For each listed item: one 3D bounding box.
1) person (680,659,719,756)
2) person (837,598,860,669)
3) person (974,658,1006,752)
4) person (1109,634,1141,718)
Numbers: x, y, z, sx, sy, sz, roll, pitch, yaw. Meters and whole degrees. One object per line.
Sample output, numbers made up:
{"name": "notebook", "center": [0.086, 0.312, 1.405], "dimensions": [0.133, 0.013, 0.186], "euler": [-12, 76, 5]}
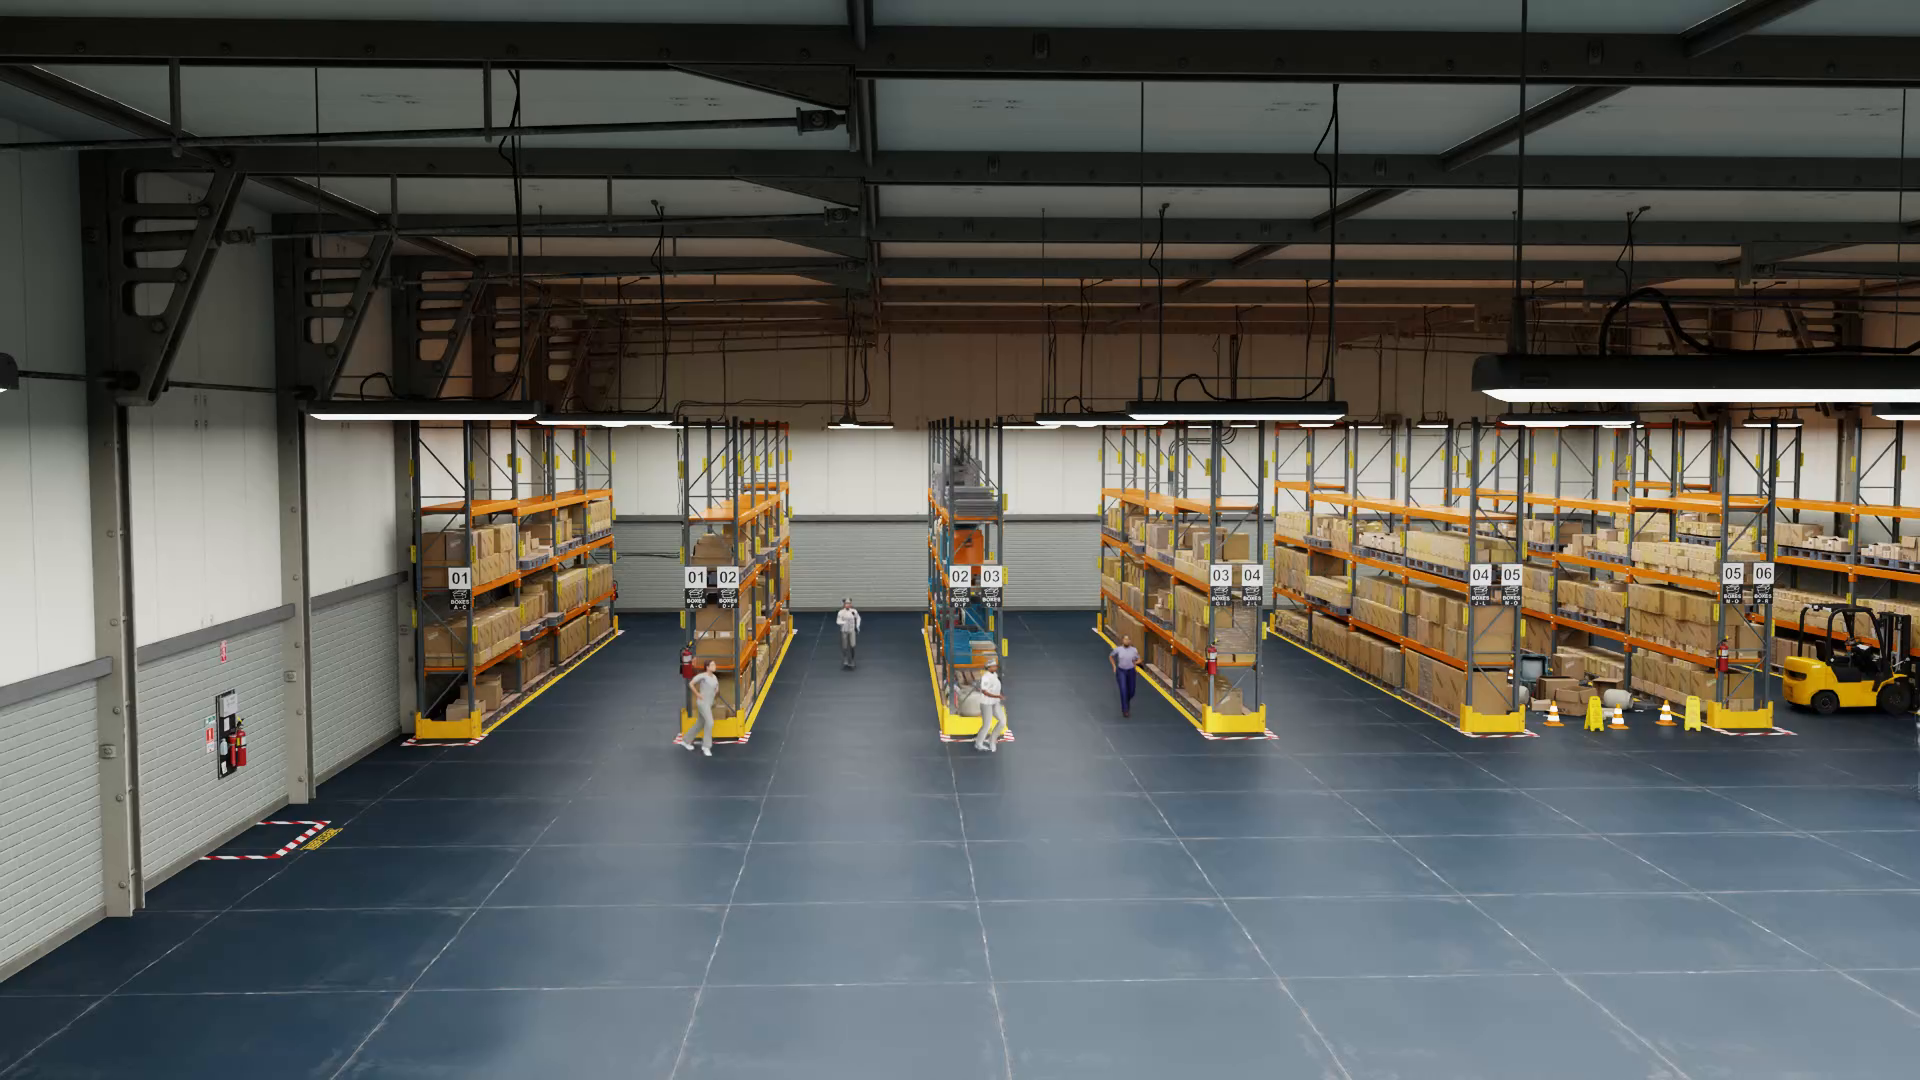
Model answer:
{"name": "person", "center": [-4.612, 2.978, 29.735], "dimensions": [0.731, 1.716, 0.612], "euler": [2, 4, 22]}
{"name": "person", "center": [-2.696, 2.243, 40.285], "dimensions": [0.579, 1.704, 0.703], "euler": [0, 4, -5]}
{"name": "person", "center": [0.589, 2.955, 29.734], "dimensions": [0.662, 1.718, 0.597], "euler": [3, 5, 36]}
{"name": "person", "center": [3.343, 2.709, 33.513], "dimensions": [0.615, 1.624, 0.918], "euler": [-1, 4, -8]}
